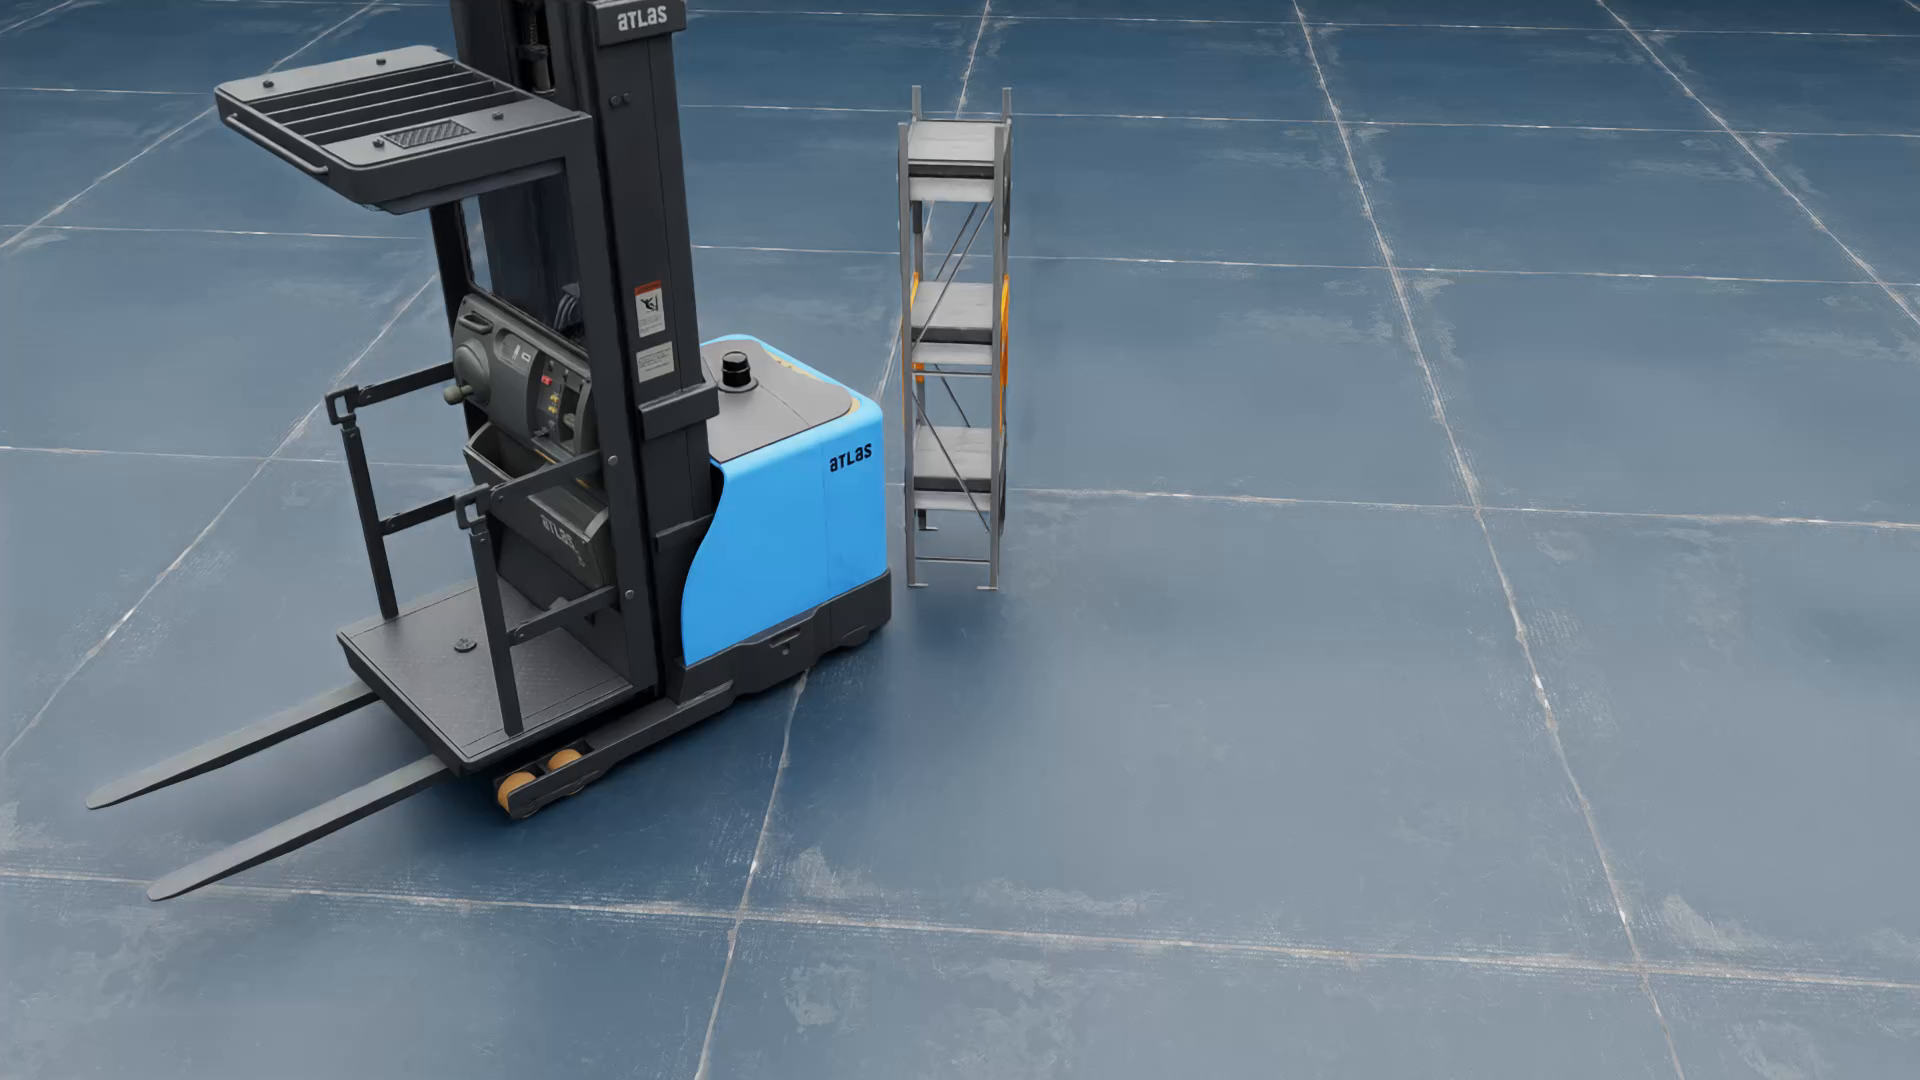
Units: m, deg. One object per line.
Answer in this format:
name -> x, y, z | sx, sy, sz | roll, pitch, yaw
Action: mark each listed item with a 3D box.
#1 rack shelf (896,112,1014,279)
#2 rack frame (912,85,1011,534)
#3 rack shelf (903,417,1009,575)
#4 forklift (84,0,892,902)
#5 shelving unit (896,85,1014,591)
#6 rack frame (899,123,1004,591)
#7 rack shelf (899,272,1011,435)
rack shelf -> -0.014, -1.392, 6.699 | 0.431, 0.518, 0.480 | 2, 32, 4
rack frame -> 0.006, -0.935, 7.266 | 0.400, 2.100, 0.015 | 2, 32, 4
rack shelf -> -0.013, -0.200, 7.433 | 0.431, 0.518, 0.480 | 2, 32, 4
forklift -> -1.726, -0.540, 5.833 | 3.031, 2.935, 1.130 | -25, 40, -35
shelving unit -> -0.013, -0.807, 7.059 | 0.431, 2.100, 0.503 | 2, 32, 4
rack frame -> -0.033, -0.680, 6.852 | 0.400, 2.100, 0.015 | 2, 32, 4
rack shelf -> -0.013, -0.796, 7.066 | 0.431, 0.518, 0.480 | 2, 32, 4
